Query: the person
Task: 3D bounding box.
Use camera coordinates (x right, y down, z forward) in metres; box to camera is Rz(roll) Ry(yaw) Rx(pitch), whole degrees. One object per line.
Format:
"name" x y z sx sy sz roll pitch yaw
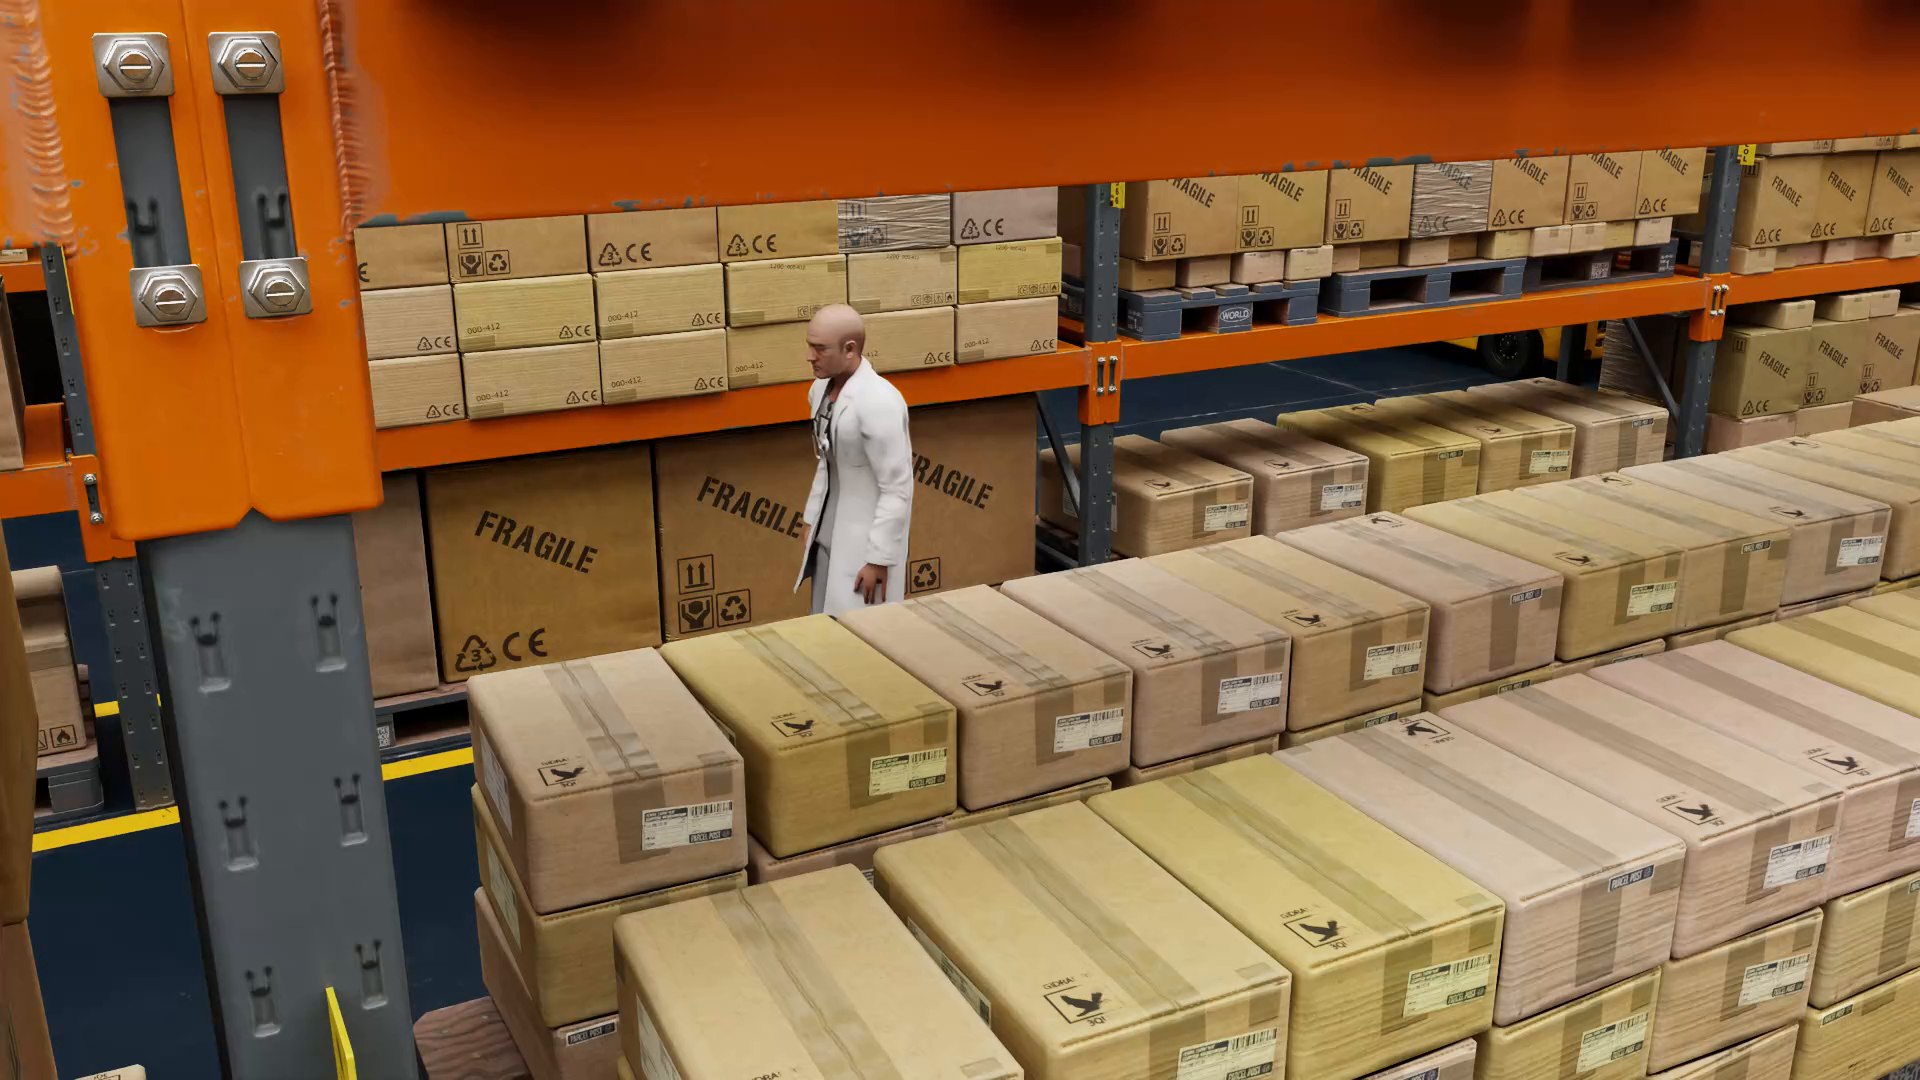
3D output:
"person" -0.396 0.020 6.023 0.424 1.773 0.640 -10 21 -28
